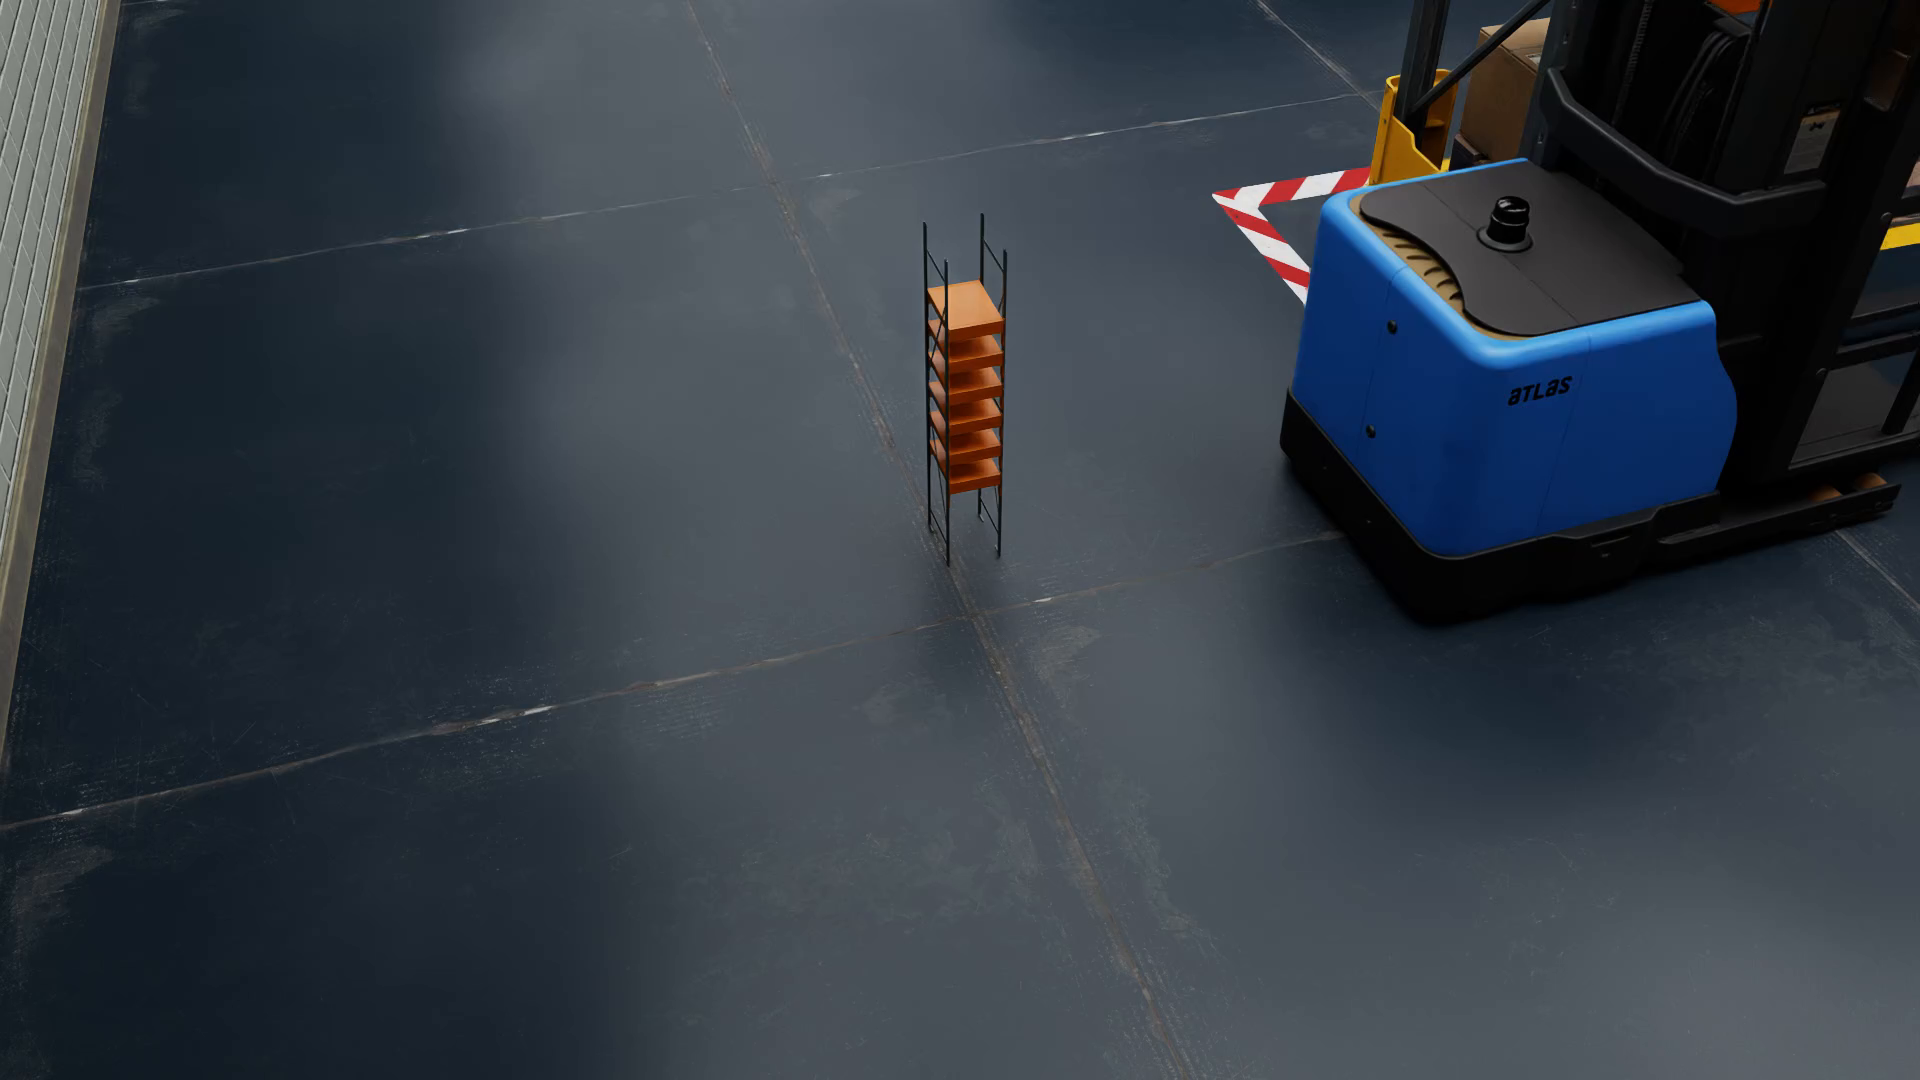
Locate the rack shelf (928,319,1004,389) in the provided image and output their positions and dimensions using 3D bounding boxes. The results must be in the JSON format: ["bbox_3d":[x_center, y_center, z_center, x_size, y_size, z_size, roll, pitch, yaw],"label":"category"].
[{"bbox_3d":[0.014,-0.602,5.230,0.180,0.103,0.258,-12,42,-13],"label":"rack shelf"}]

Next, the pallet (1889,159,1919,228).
[{"bbox_3d":[4.114,-1.800,7.650,1.213,0.211,1.003,-12,42,-13],"label":"pallet"}]

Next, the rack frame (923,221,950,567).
[{"bbox_3d":[-0.073,-0.437,5.338,0.006,1.200,0.240,-12,42,-13],"label":"rack frame"}]

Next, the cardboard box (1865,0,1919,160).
[{"bbox_3d":[4.145,-2.080,7.414,0.637,0.503,0.797,-12,42,-13],"label":"cardboard box"}]

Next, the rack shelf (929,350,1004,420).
[{"bbox_3d":[0.014,-0.512,5.309,0.180,0.103,0.258,-12,42,-13],"label":"rack shelf"}]

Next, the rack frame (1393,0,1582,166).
[{"bbox_3d":[2.120,-2.438,6.261,0.127,3.000,1.000,-12,42,-13],"label":"rack frame"}]

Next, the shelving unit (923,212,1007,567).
[{"bbox_3d":[0.014,-0.455,5.359,0.189,1.200,0.258,-12,42,-13],"label":"shelving unit"}]

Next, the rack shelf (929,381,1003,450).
[{"bbox_3d":[0.014,-0.421,5.388,0.180,0.103,0.258,-12,42,-13],"label":"rack shelf"}]

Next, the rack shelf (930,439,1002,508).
[{"bbox_3d":[0.014,-0.241,5.546,0.180,0.103,0.258,-12,42,-13],"label":"rack shelf"}]

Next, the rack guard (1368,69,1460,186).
[{"bbox_3d":[2.193,-1.512,7.101,0.348,0.500,1.175,-12,42,-13],"label":"rack guard"}]

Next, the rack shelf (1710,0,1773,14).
[{"bbox_3d":[4.028,-2.563,6.950,4.000,0.370,1.077,-12,42,-13],"label":"rack shelf"}]

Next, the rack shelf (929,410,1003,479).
[{"bbox_3d":[0.014,-0.331,5.467,0.180,0.103,0.258,-12,42,-13],"label":"rack shelf"}]

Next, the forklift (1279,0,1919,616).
[{"bbox_3d":[2.734,-1.446,5.177,3.031,2.935,1.130,-13,43,-15],"label":"forklift"}]

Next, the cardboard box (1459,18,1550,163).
[{"bbox_3d":[2.565,-1.925,7.239,0.500,0.500,0.500,-12,42,-13],"label":"cardboard box"}]

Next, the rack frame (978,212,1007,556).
[{"bbox_3d":[0.101,-0.473,5.379,0.006,1.200,0.240,-12,42,-13],"label":"rack frame"}]

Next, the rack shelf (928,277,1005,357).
[{"bbox_3d":[0.014,-0.692,5.151,0.180,0.103,0.258,-12,42,-13],"label":"rack shelf"}]

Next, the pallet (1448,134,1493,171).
[{"bbox_3d":[2.953,-1.561,7.377,1.213,0.211,1.003,-12,42,-13],"label":"pallet"}]
